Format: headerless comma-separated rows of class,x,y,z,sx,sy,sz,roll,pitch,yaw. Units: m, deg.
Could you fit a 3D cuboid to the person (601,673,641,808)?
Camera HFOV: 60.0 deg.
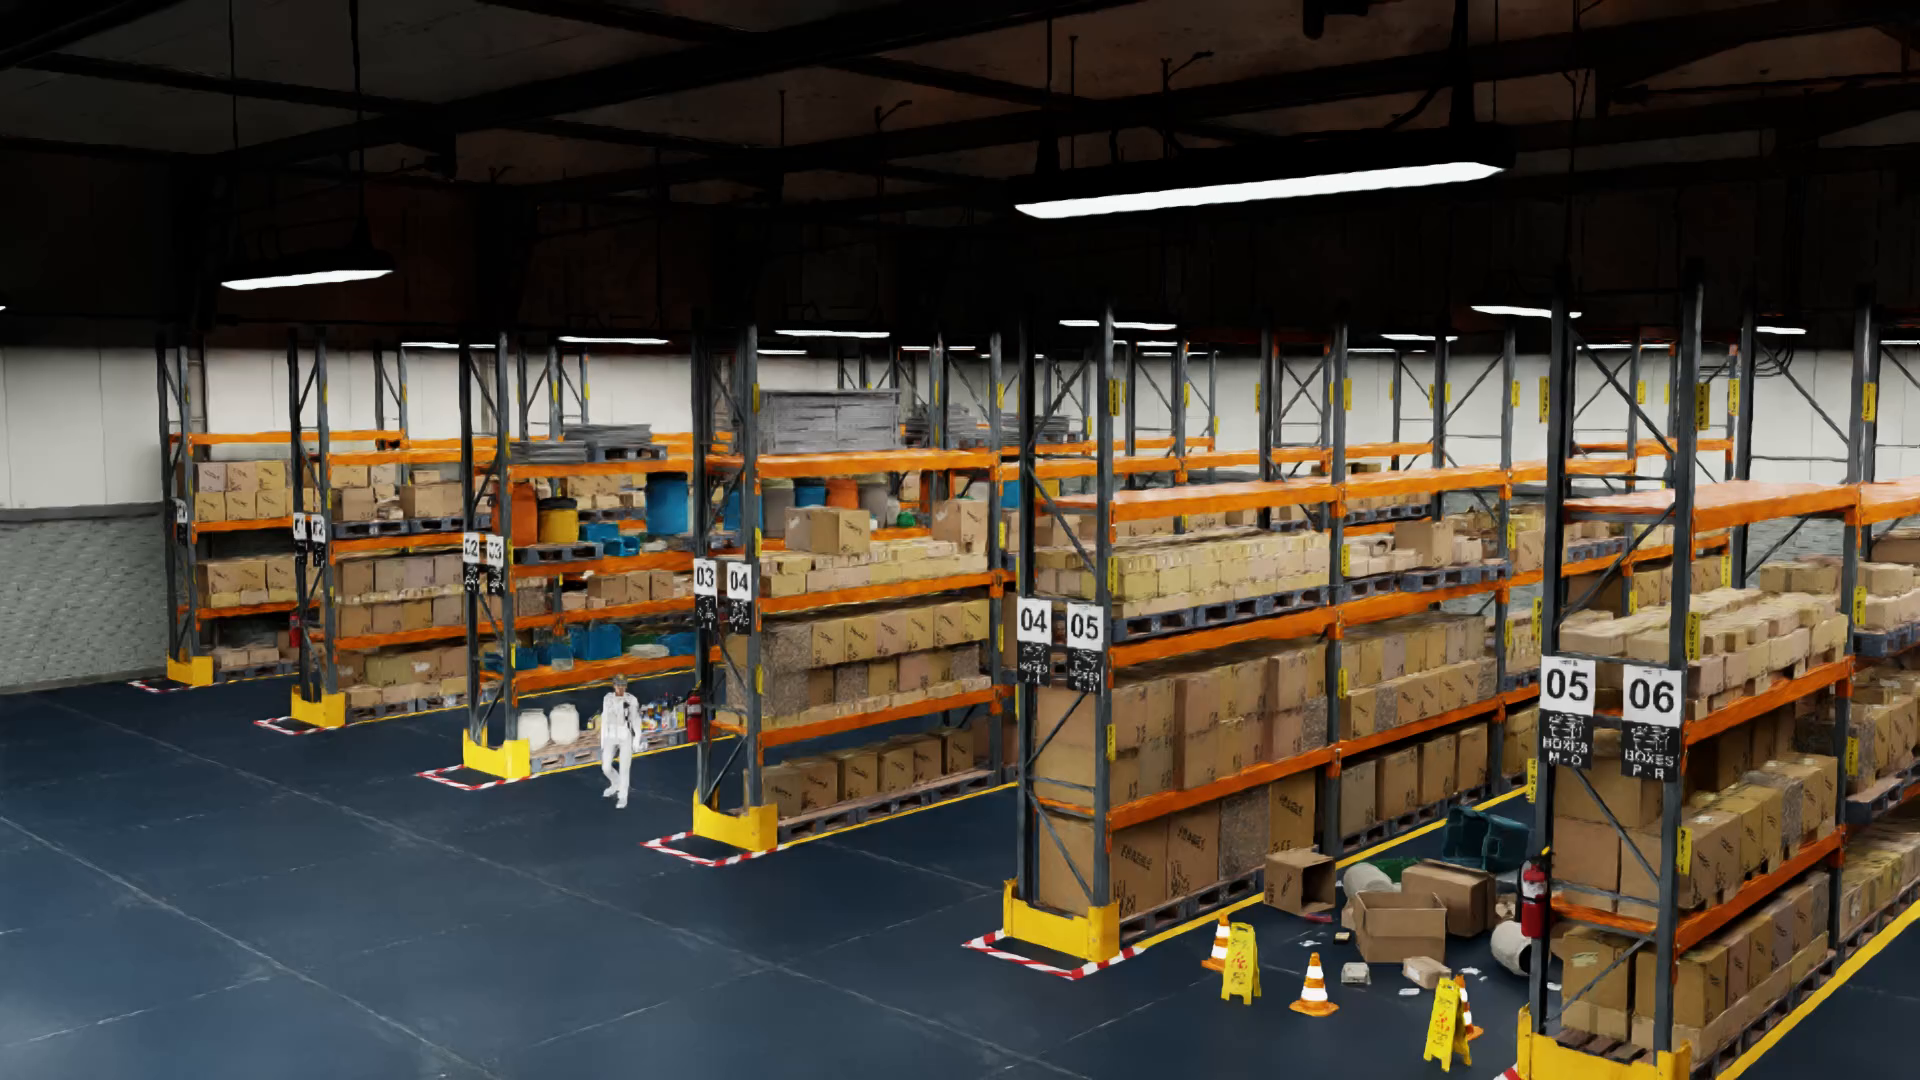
person,-4.158,2.424,20.397,0.533,1.671,0.521,1,5,6

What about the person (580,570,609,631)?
person,-6.861,1.399,30.985,1.115,1.700,0.542,-5,8,-44
